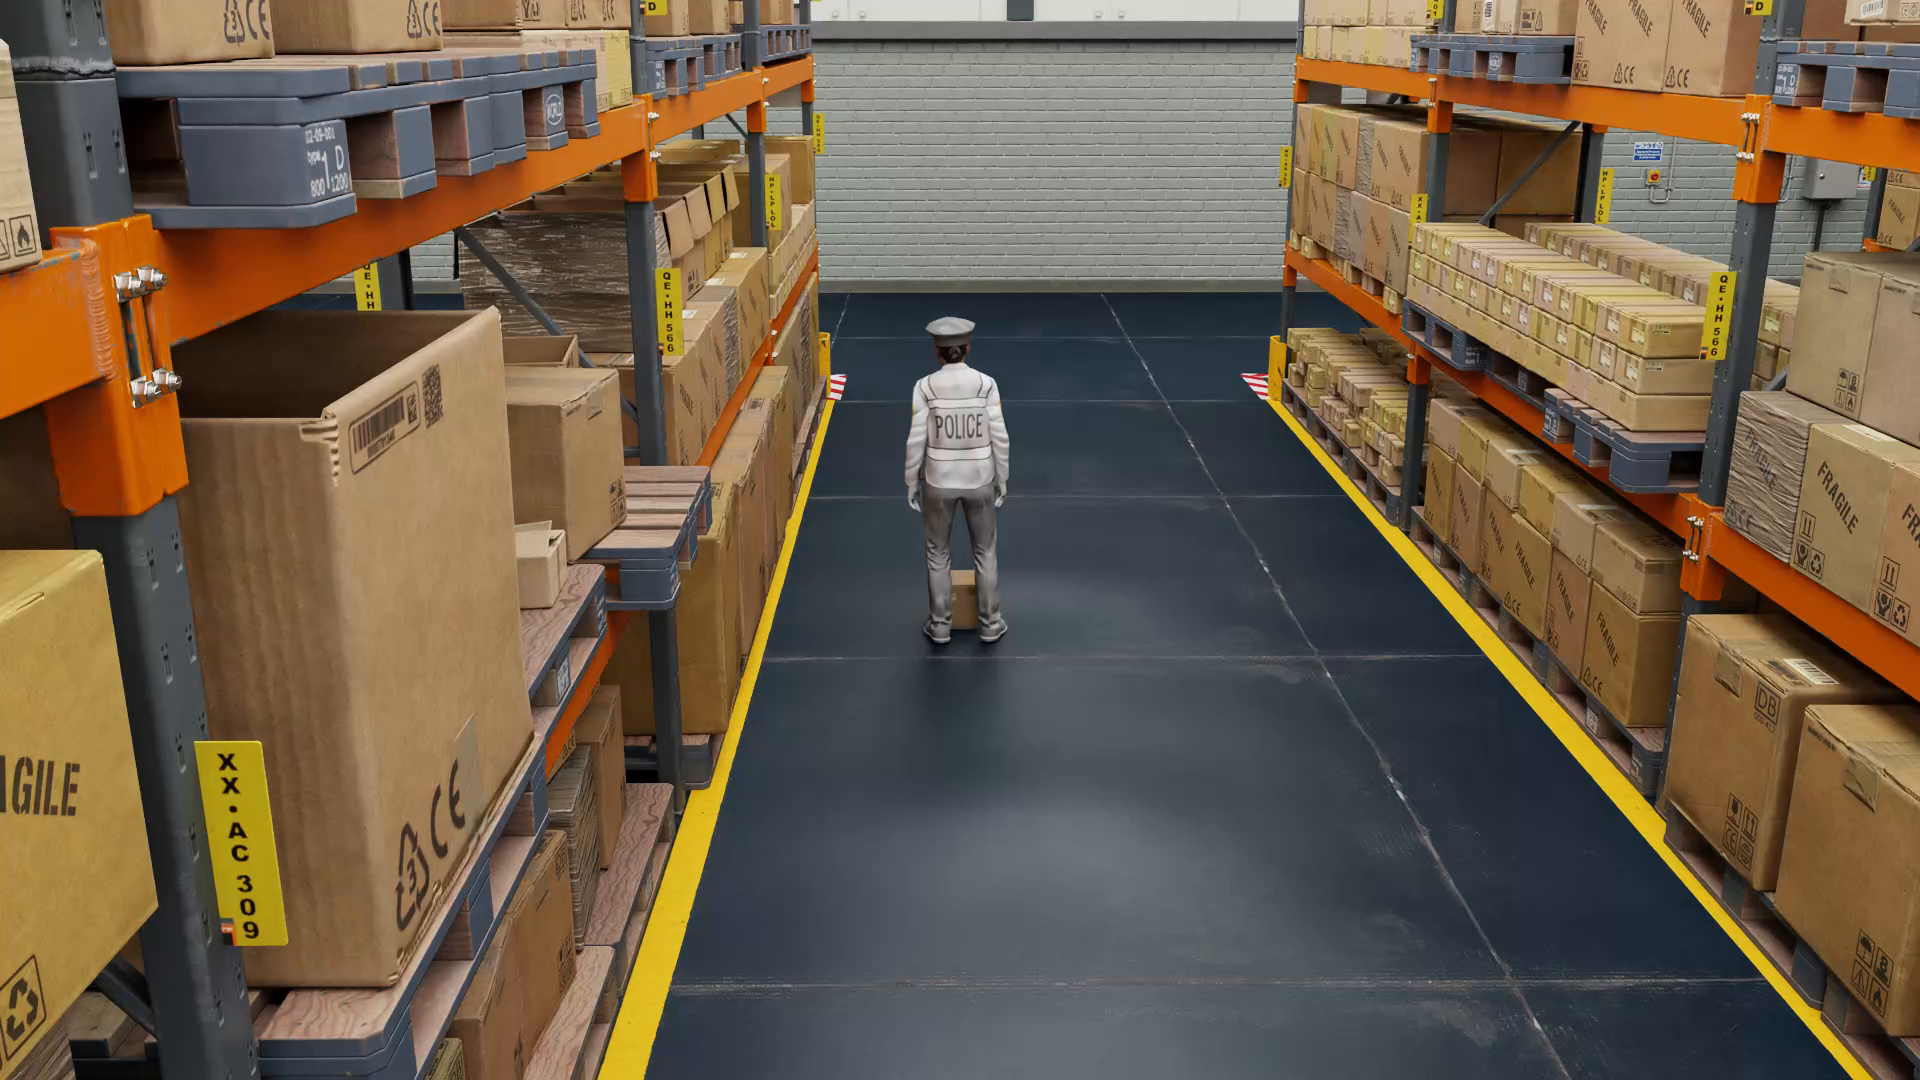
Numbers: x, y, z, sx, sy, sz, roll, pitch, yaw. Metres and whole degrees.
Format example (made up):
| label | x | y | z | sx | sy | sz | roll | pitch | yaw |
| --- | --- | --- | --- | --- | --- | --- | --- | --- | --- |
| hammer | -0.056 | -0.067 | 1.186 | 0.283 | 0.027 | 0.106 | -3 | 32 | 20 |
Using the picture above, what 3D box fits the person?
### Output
| label | x | y | z | sx | sy | sz | roll | pitch | yaw |
| --- | --- | --- | --- | --- | --- | --- | --- | --- | --- |
| person | -0.012 | -0.282 | 8.452 | 0.541 | 1.662 | 0.374 | -2 | 17 | -5 |
